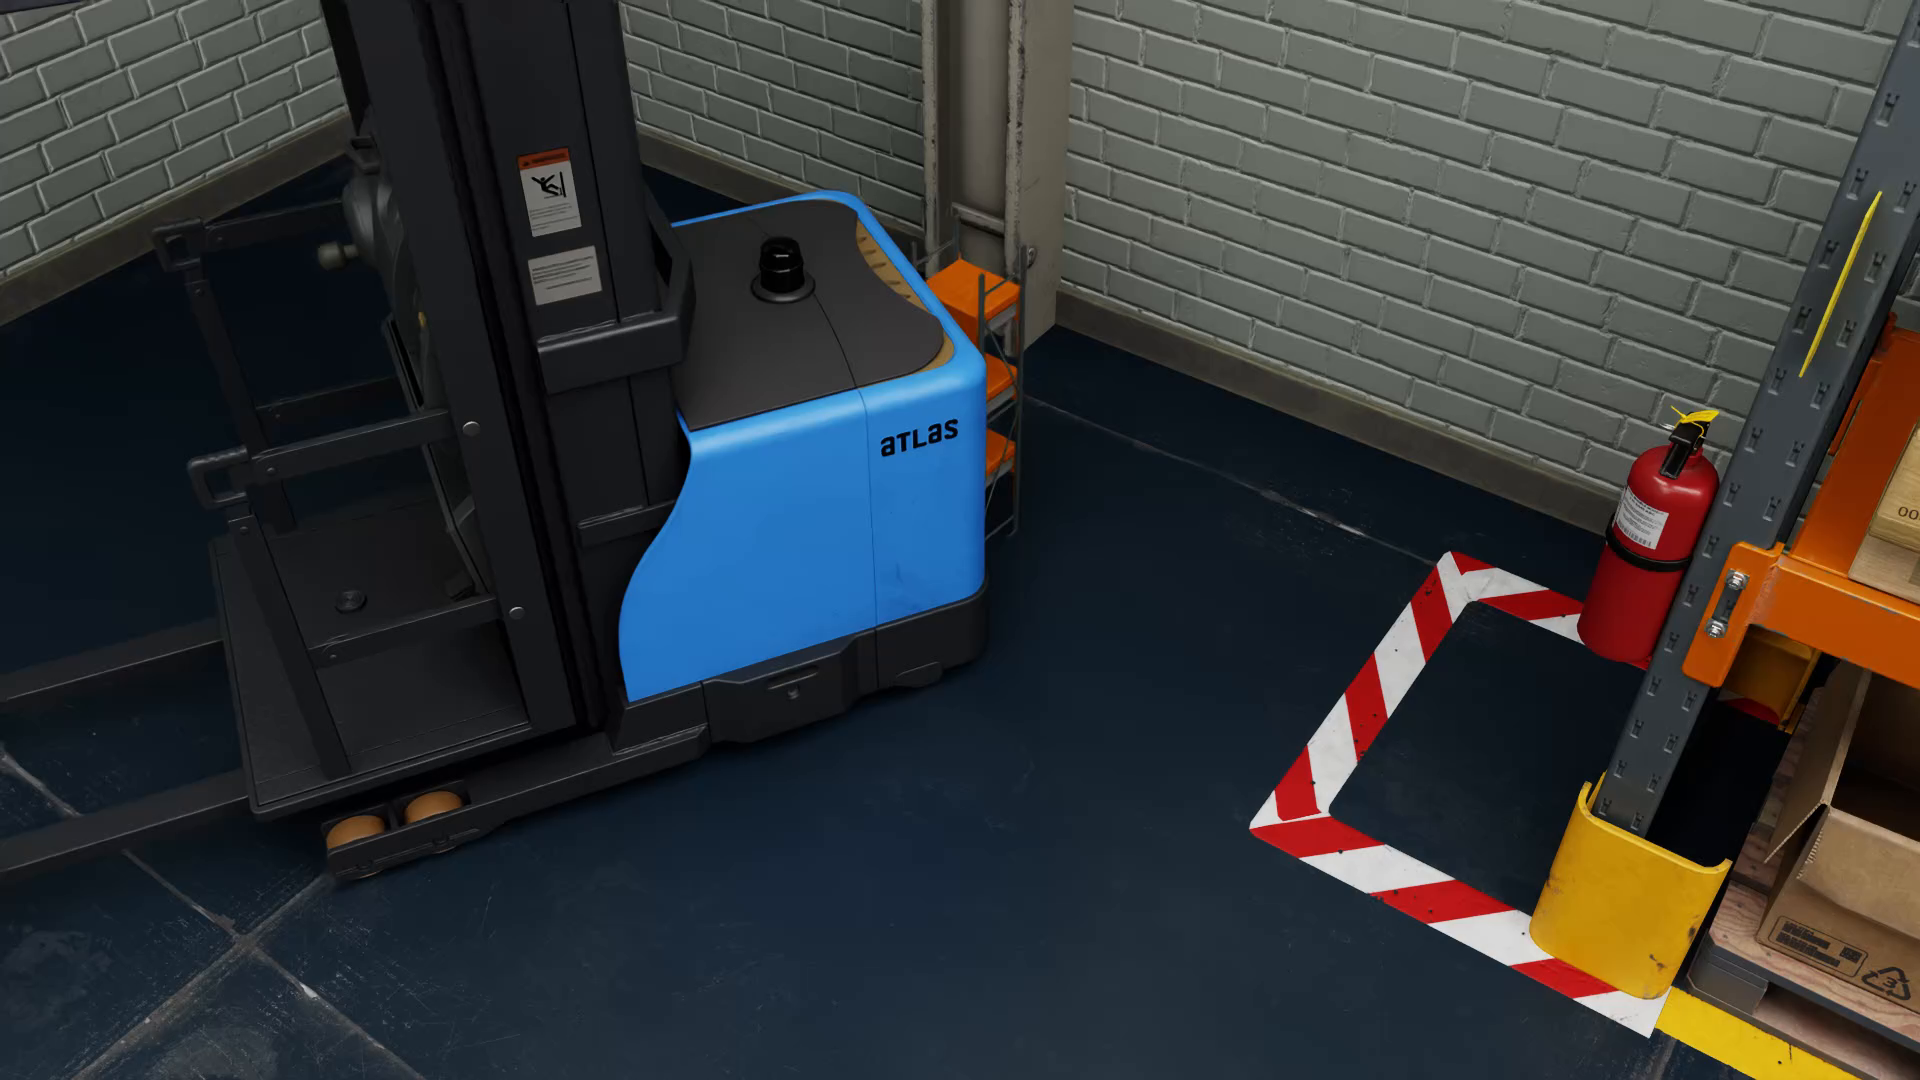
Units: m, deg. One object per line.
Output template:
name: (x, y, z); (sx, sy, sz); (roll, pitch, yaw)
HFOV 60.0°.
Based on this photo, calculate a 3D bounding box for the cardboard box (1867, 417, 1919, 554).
cardboard box: (2.027, -0.140, 3.046); (0.500, 0.250, 0.500); (25, 48, 26)

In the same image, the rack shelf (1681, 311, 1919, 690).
rack shelf: (3.448, 0.628, 2.838); (4.000, 0.370, 1.077); (25, 48, 25)

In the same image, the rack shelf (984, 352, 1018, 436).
rack shelf: (0.024, -0.416, 4.943); (0.240, 0.259, 0.215); (29, 49, 29)

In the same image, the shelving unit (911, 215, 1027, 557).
shelving unit: (0.024, -0.424, 4.936); (0.252, 1.050, 0.215); (29, 49, 29)

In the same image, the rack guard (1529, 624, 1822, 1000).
rack guard: (1.873, 0.555, 4.255); (0.348, 0.500, 1.175); (25, 48, 25)

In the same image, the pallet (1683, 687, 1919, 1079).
pallet: (2.526, 0.968, 4.010); (1.213, 0.211, 1.003); (25, 48, 25)

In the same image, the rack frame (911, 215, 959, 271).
rack frame: (-0.069, -0.476, 4.994); (0.008, 1.050, 0.200); (29, 49, 29)

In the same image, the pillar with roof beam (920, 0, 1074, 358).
pillar with roof beam: (-2.352, -1.815, 0.530); (0.400, 9.000, 9.100); (25, 48, 25)

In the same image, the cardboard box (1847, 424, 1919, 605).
cardboard box: (1.922, -0.036, 3.229); (0.250, 0.149, 0.380); (25, 47, 25)

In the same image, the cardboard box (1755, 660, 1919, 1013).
cardboard box: (2.257, 0.654, 3.826); (0.637, 0.503, 0.797); (23, 47, 24)

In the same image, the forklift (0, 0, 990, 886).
forklift: (-1.480, -0.627, 3.752); (3.031, 2.935, 1.130); (-17, 44, -18)

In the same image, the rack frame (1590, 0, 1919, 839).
rack frame: (1.810, -0.405, 3.454); (0.127, 3.000, 1.000); (25, 48, 25)

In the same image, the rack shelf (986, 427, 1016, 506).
rack shelf: (0.024, -0.209, 5.128); (0.240, 0.259, 0.215); (29, 49, 29)

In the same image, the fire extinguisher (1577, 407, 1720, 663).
fire extinguisher: (1.425, -0.042, 3.385); (0.183, 0.674, 0.296); (25, 48, 25)

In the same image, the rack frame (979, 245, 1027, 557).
rack frame: (0.118, -0.371, 4.878); (0.008, 1.050, 0.200); (29, 49, 29)

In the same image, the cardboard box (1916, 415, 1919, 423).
cardboard box: (2.236, -0.331, 3.559); (0.250, 0.149, 0.380); (25, 47, 25)

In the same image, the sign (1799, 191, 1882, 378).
sign: (1.499, -0.432, 2.834); (0.005, 0.325, 0.100); (25, 48, 25)

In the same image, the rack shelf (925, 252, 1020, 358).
rack shelf: (0.024, -0.627, 4.754); (0.240, 0.259, 0.215); (29, 49, 29)
